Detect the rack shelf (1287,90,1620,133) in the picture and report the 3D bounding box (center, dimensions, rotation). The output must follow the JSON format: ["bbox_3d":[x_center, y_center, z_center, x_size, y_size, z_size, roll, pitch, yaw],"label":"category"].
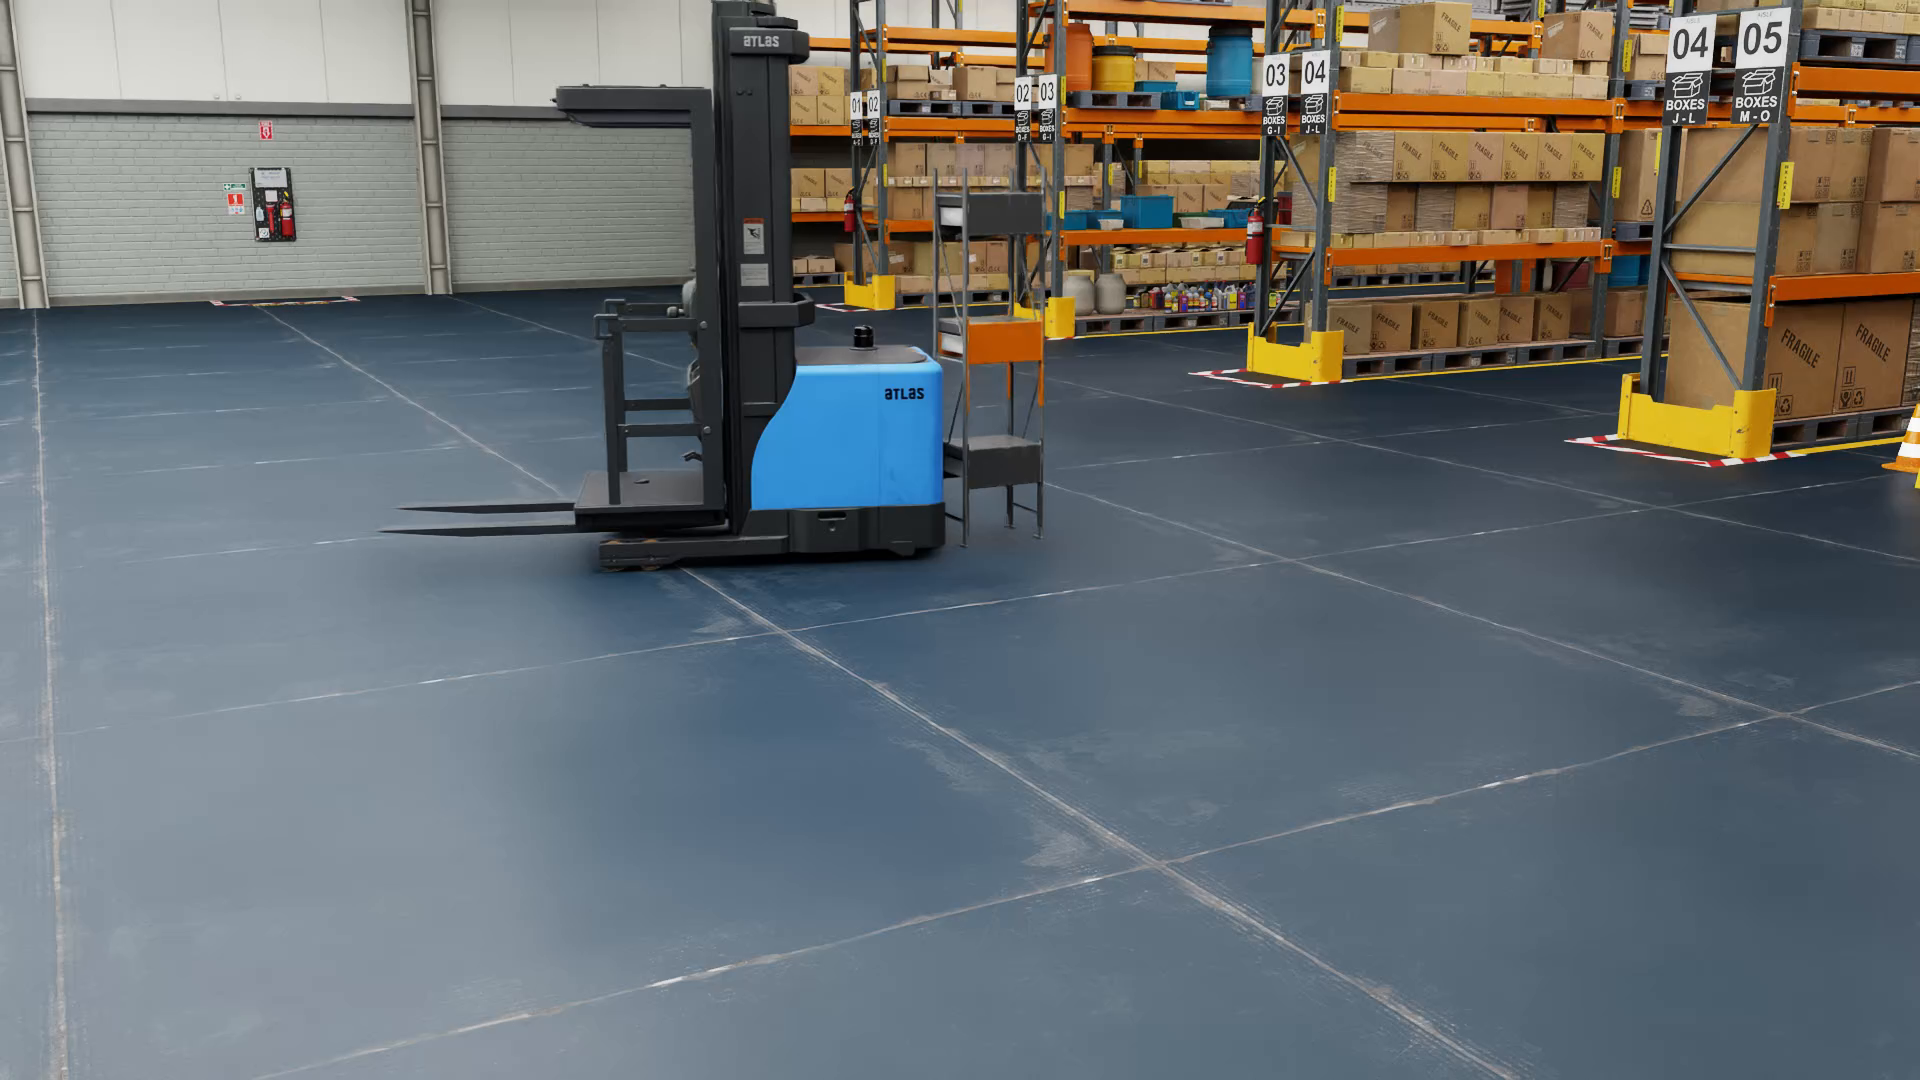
[{"bbox_3d":[5.127,-4.479,17.488,4.000,0.370,1.077,-7,14,-28],"label":"rack shelf"}]

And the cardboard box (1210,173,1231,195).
[{"bbox_3d":[5.176,-7.229,33.948,0.500,0.500,0.500,-6,14,-26],"label":"cardboard box"}]

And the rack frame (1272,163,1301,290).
[{"bbox_3d":[5.650,-5.908,29.028,0.127,3.000,1.000,-7,14,-28],"label":"rack frame"}]

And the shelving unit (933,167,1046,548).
[{"bbox_3d":[0.164,-1.042,9.453,0.503,2.100,0.431,-6,14,-26],"label":"shelving unit"}]

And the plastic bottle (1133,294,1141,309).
[{"bbox_3d":[2.400,-3.238,22.537,0.097,0.201,0.097,0,13,0],"label":"plastic bottle"}]

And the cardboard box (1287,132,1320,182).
[{"bbox_3d":[3.736,-3.944,17.119,0.500,0.500,0.500,-7,14,-28],"label":"cardboard box"}]

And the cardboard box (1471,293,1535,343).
[{"bbox_3d":[6.013,-2.467,18.474,0.500,0.500,0.500,-2,13,-10],"label":"cardboard box"}]

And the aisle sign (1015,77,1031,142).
[{"bbox_3d":[0.793,-5.429,20.980,0.004,0.787,0.394,-7,14,-28],"label":"aisle sign"}]

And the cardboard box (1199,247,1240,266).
[{"bbox_3d":[4.411,-4.834,28.284,0.500,0.311,0.500,-7,14,-28],"label":"cardboard box"}]

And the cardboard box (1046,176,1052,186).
[{"bbox_3d":[1.326,-5.701,26.403,0.250,0.149,0.380,-7,14,-28],"label":"cardboard box"}]

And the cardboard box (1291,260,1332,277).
[{"bbox_3d":[6.186,-4.896,29.222,0.500,0.500,0.500,-6,14,-25],"label":"cardboard box"}]

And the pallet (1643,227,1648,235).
[{"bbox_3d":[8.675,-3.688,19.604,1.213,0.211,1.003,-7,14,-28],"label":"pallet"}]

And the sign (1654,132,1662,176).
[{"bbox_3d":[5.411,-2.977,12.827,0.005,0.325,0.100,-7,14,-28],"label":"sign"}]

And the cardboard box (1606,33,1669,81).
[{"bbox_3d":[7.342,-5.326,18.421,0.637,0.503,0.797,-8,15,-31],"label":"cardboard box"}]

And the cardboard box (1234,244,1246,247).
[{"bbox_3d":[5.049,-5.046,29.228,0.500,0.311,0.500,-6,14,-26],"label":"cardboard box"}]

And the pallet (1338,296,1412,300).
[{"bbox_3d":[6.252,-3.391,24.195,1.213,0.211,1.003,-7,14,-28],"label":"pallet"}]

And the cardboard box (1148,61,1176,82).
[{"bbox_3d":[3.188,-7.569,27.257,0.500,0.500,0.500,-5,14,-22],"label":"cardboard box"}]

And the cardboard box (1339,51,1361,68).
[{"bbox_3d":[3.724,-4.726,16.377,0.250,0.149,0.380,-7,14,-28],"label":"cardboard box"}]

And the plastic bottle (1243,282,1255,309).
[{"bbox_3d":[3.913,-3.311,22.519,0.185,0.351,0.144,-8,15,-31],"label":"plastic bottle"}]

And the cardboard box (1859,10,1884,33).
[{"bbox_3d":[6.557,-3.812,12.272,0.250,0.149,0.380,-7,14,-28],"label":"cardboard box"}]

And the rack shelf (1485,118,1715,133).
[{"bbox_3d":[9.775,-6.275,25.469,4.000,0.370,1.077,-7,14,-28],"label":"rack shelf"}]

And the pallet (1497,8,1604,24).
[{"bbox_3d":[8.668,-7.662,24.501,1.003,0.211,1.213,-7,14,-28],"label":"pallet"}]

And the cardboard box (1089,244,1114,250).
[{"bbox_3d":[2.666,-5.771,33.113,0.500,0.500,0.700,-7,14,-27],"label":"cardboard box"}]

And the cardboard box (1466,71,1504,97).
[{"bbox_3d":[5.259,-4.710,17.216,0.500,0.250,0.500,-6,14,-26],"label":"cardboard box"}]

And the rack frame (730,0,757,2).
[{"bbox_3d":[-3.749,-8.947,28.869,0.127,3.000,1.000,-7,14,-28],"label":"rack frame"}]

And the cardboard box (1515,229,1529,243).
[{"bbox_3d":[5.913,-3.288,17.958,0.250,0.149,0.380,-7,14,-28],"label":"cardboard box"}]

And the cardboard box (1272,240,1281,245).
[{"bbox_3d":[6.276,-6.345,34.912,0.750,0.750,0.750,-7,14,-27],"label":"cardboard box"}]

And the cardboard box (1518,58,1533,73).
[{"bbox_3d":[5.786,-4.972,17.470,0.250,0.149,0.380,-6,14,-26],"label":"cardboard box"}]

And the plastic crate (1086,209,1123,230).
[{"bbox_3d":[1.867,-4.216,21.850,0.408,0.251,0.499,-7,14,-28],"label":"plastic crate"}]

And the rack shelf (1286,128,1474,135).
[{"bbox_3d":[7.405,-7.230,29.712,4.000,0.370,1.077,-7,14,-28],"label":"rack shelf"}]

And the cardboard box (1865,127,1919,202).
[{"bbox_3d":[6.999,-2.930,12.995,0.550,0.550,0.875,-7,14,-28],"label":"cardboard box"}]

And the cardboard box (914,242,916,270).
[{"bbox_3d":[-1.130,-5.319,31.105,0.500,0.500,0.500,-8,15,-32],"label":"cardboard box"}]

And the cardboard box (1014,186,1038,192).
[{"bbox_3d":[0.850,-5.379,26.451,0.500,0.500,0.700,-7,14,-27],"label":"cardboard box"}]

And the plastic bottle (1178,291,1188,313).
[{"bbox_3d":[2.946,-3.151,21.965,0.133,0.283,0.061,-7,14,-27],"label":"plastic bottle"}]

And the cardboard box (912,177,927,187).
[{"bbox_3d":[-0.694,-5.459,25.330,0.250,0.149,0.380,-7,15,-29],"label":"cardboard box"}]

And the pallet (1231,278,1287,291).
[{"bbox_3d":[4.909,-4.468,28.982,1.213,0.211,1.003,-7,14,-28],"label":"pallet"}]

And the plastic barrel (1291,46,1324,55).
[{"bbox_3d":[4.851,-6.335,22.954,0.708,0.901,0.600,-7,14,-28],"label":"plastic barrel"}]

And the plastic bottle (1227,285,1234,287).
[{"bbox_3d":[3.749,-3.429,23.217,0.135,0.276,0.152,-6,14,-26],"label":"plastic bottle"}]

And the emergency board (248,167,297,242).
[{"bbox_3d":[-11.003,-5.377,26.669,0.643,1.169,0.194,-7,14,-28],"label":"emergency board"}]

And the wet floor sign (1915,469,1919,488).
[{"bbox_3d":[6.582,-0.657,11.058,0.232,0.644,0.267,-10,16,-38],"label":"wet floor sign"}]

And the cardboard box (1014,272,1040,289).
[{"bbox_3d":[0.961,-4.153,26.538,0.500,0.250,0.500,-7,14,-28],"label":"cardboard box"}]

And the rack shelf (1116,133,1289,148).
[{"bbox_3d":[5.028,-8.185,33.952,4.000,0.370,1.077,-7,14,-28],"label":"rack shelf"}]

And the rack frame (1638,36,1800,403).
[{"bbox_3d":[5.659,-2.190,12.509,0.127,3.000,1.000,-7,14,-28],"label":"rack frame"}]

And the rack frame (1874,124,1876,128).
[{"bbox_3d":[15.042,-5.794,28.524,0.127,3.000,1.000,-7,14,-28],"label":"rack frame"}]

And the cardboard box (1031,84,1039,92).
[{"bbox_3d":[1.097,-7.121,26.515,0.500,0.311,0.500,-8,15,-31],"label":"cardboard box"}]

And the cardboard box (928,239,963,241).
[{"bbox_3d":[-0.173,-4.517,26.447,0.500,0.500,0.500,-7,14,-28],"label":"cardboard box"}]

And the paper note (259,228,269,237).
[{"bbox_3d":[-11.191,-4.942,26.742,0.142,0.148,0.016,-7,14,-28],"label":"paper note"}]

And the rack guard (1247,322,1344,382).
[{"bbox_3d":[3.438,-1.945,17.113,0.348,0.500,1.175,-7,14,-28],"label":"rack guard"}]

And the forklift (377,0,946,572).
[{"bbox_3d":[-1.643,-1.385,9.086,3.031,2.935,1.130,-2,13,-9],"label":"forklift"}]

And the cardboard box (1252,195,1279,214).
[{"bbox_3d":[5.310,-5.834,28.905,0.500,0.311,0.500,-6,14,-24],"label":"cardboard box"}]

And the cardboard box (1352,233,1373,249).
[{"bbox_3d":[3.964,-3.041,16.860,0.250,0.149,0.380,-7,14,-28],"label":"cardboard box"}]
